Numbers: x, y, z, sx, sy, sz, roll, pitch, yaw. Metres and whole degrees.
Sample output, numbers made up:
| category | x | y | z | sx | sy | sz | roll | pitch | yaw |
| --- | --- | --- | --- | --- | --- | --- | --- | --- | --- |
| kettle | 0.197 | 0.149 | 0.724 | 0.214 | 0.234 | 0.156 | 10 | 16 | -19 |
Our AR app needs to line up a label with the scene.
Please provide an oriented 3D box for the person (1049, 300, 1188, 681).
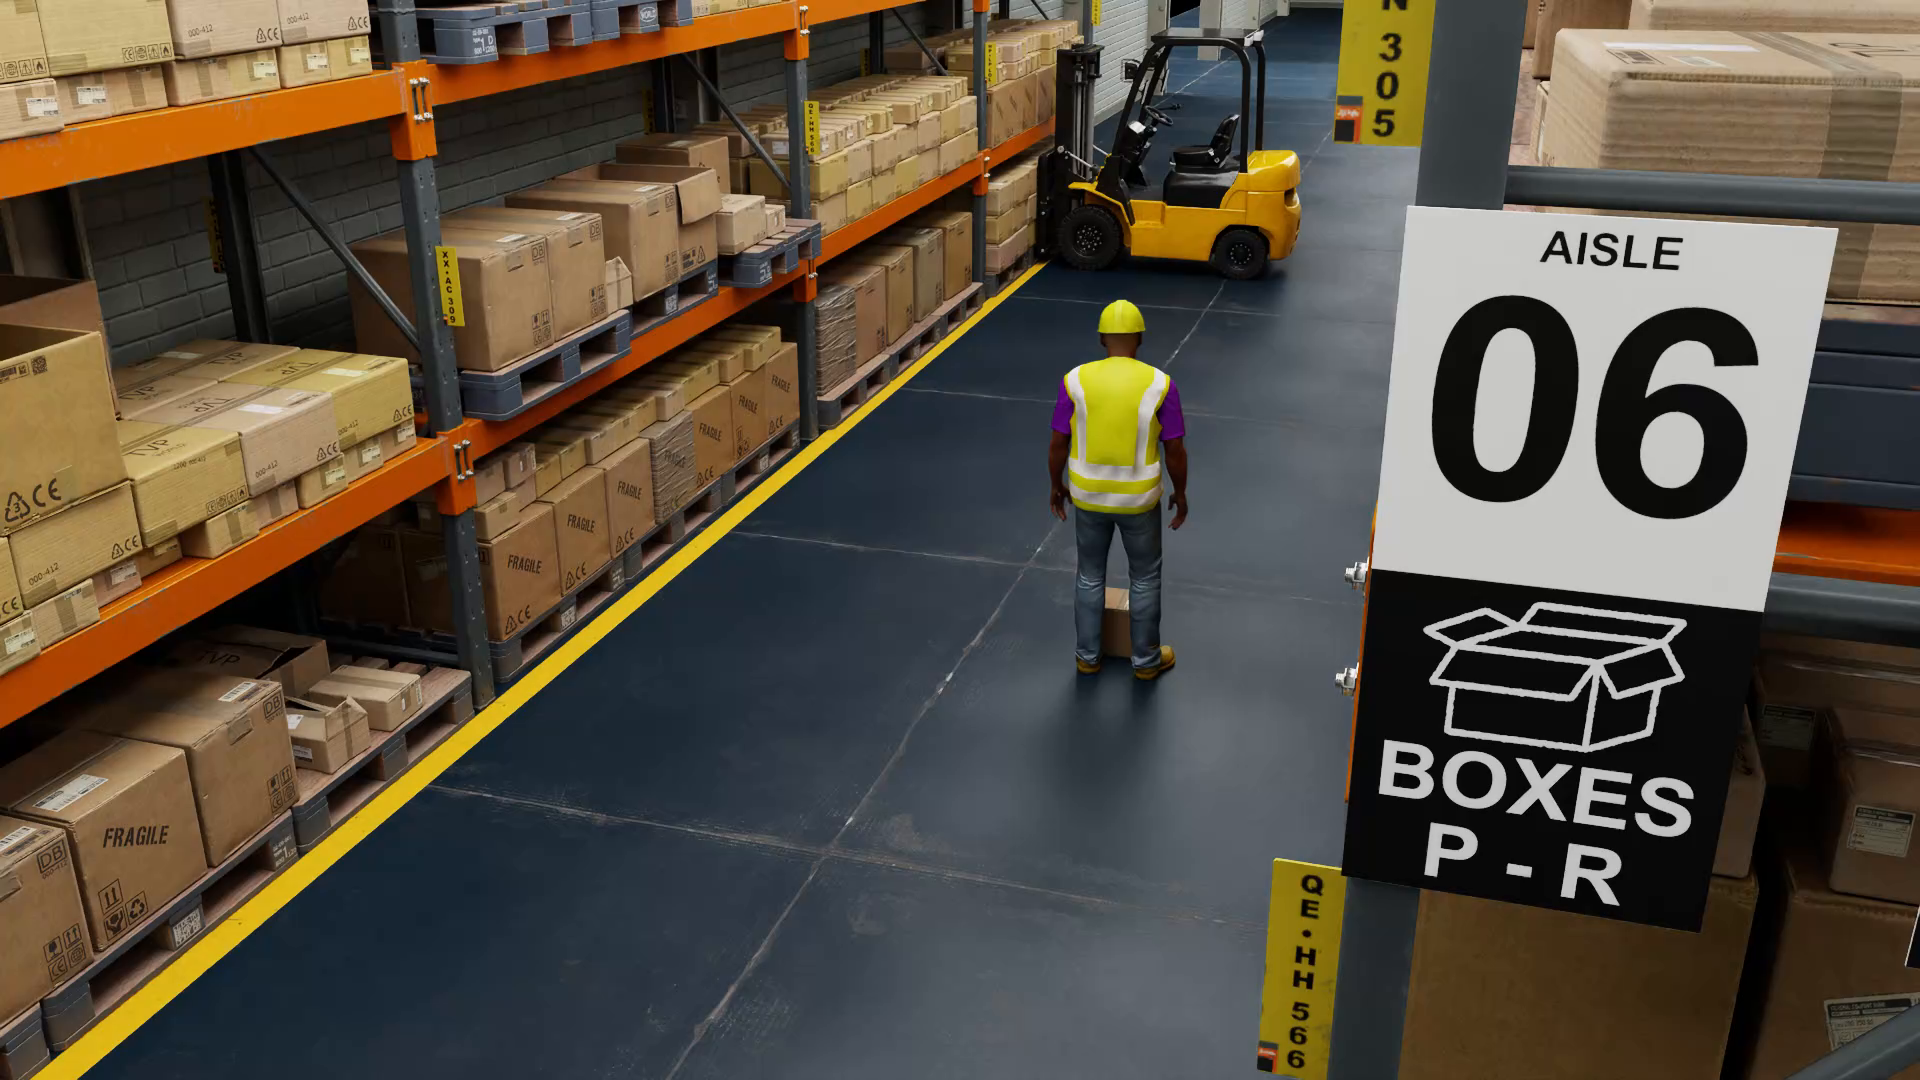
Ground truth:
| category | x | y | z | sx | sy | sz | roll | pitch | yaw |
| --- | --- | --- | --- | --- | --- | --- | --- | --- | --- |
| person | 0.725 | -0.219 | 7.610 | 0.637 | 1.761 | 0.460 | 6 | 23 | 14 |
